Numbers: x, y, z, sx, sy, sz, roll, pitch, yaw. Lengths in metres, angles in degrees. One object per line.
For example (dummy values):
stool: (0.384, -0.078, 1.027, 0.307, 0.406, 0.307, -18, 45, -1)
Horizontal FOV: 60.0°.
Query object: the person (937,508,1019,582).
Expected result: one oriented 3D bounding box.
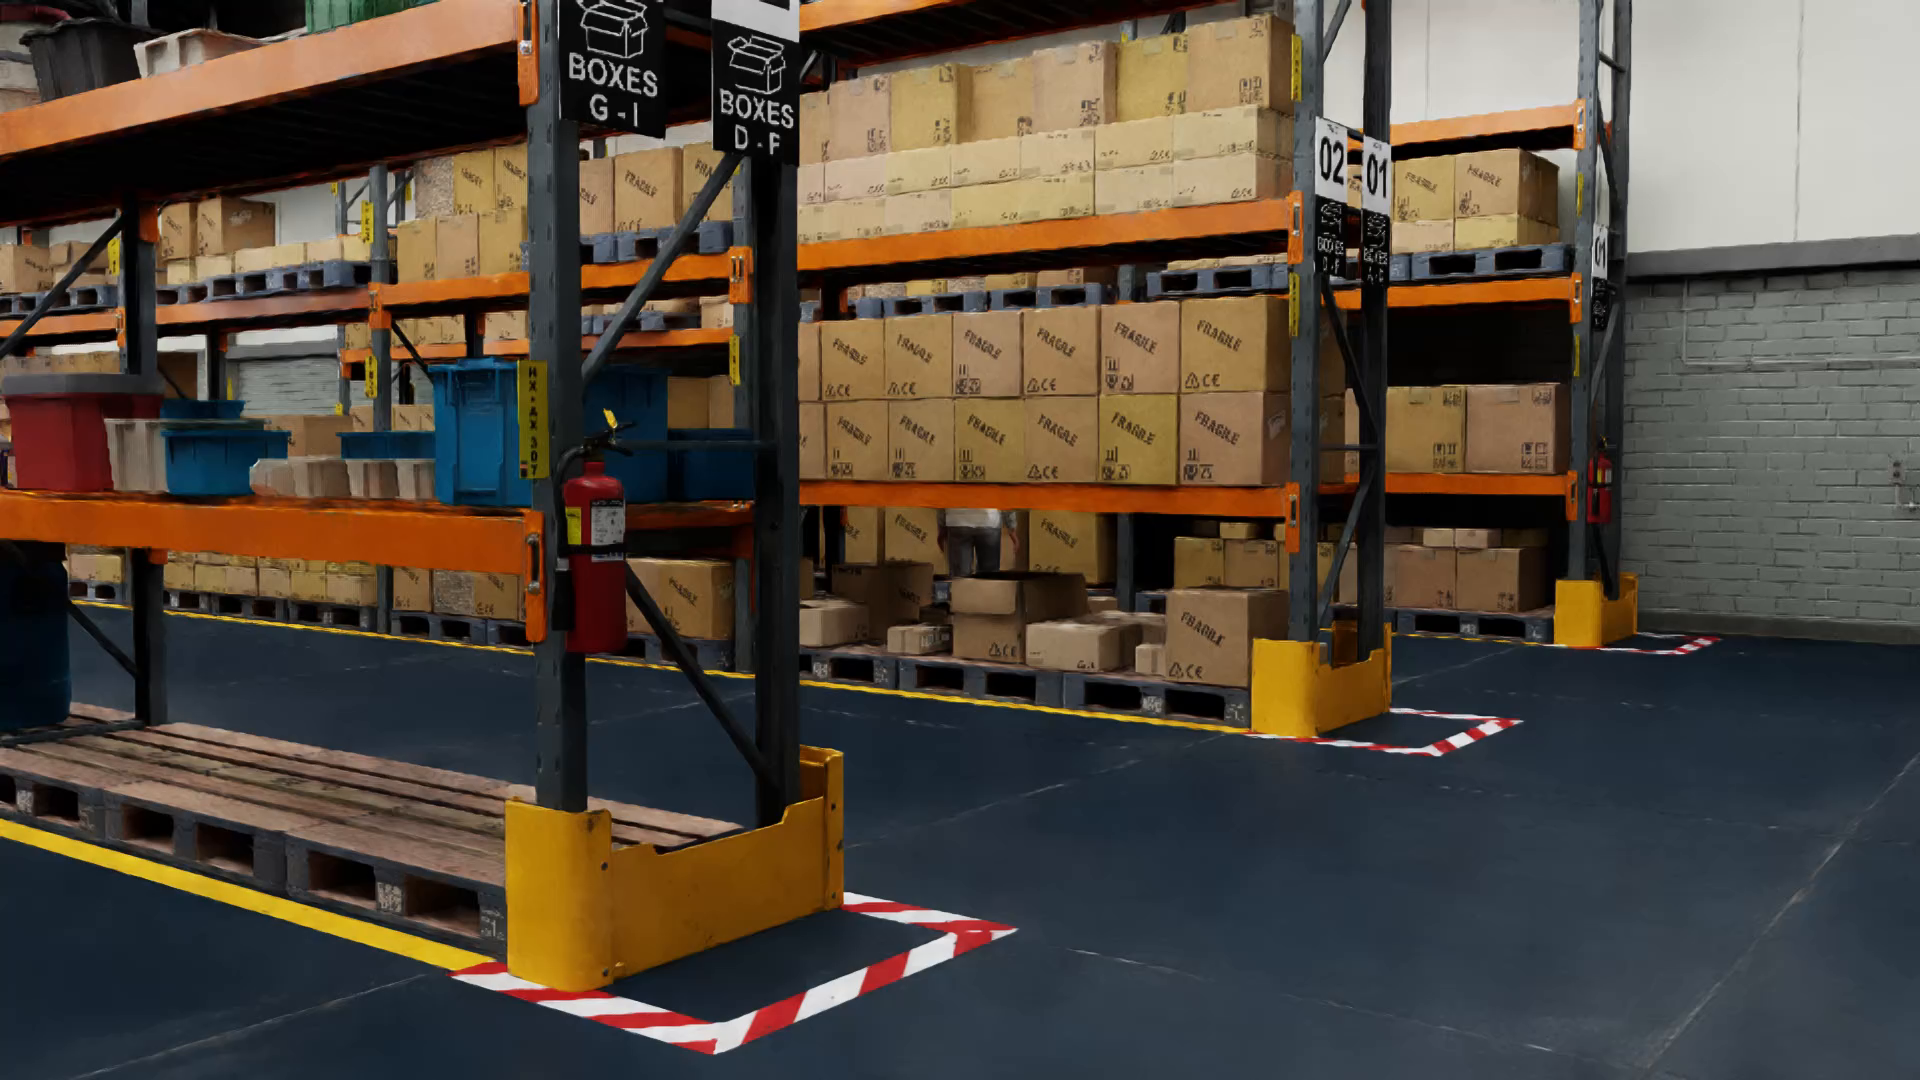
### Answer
person: (0.133, -0.078, 12.626, 0.629, 1.766, 0.606, 0, 3, 4)
